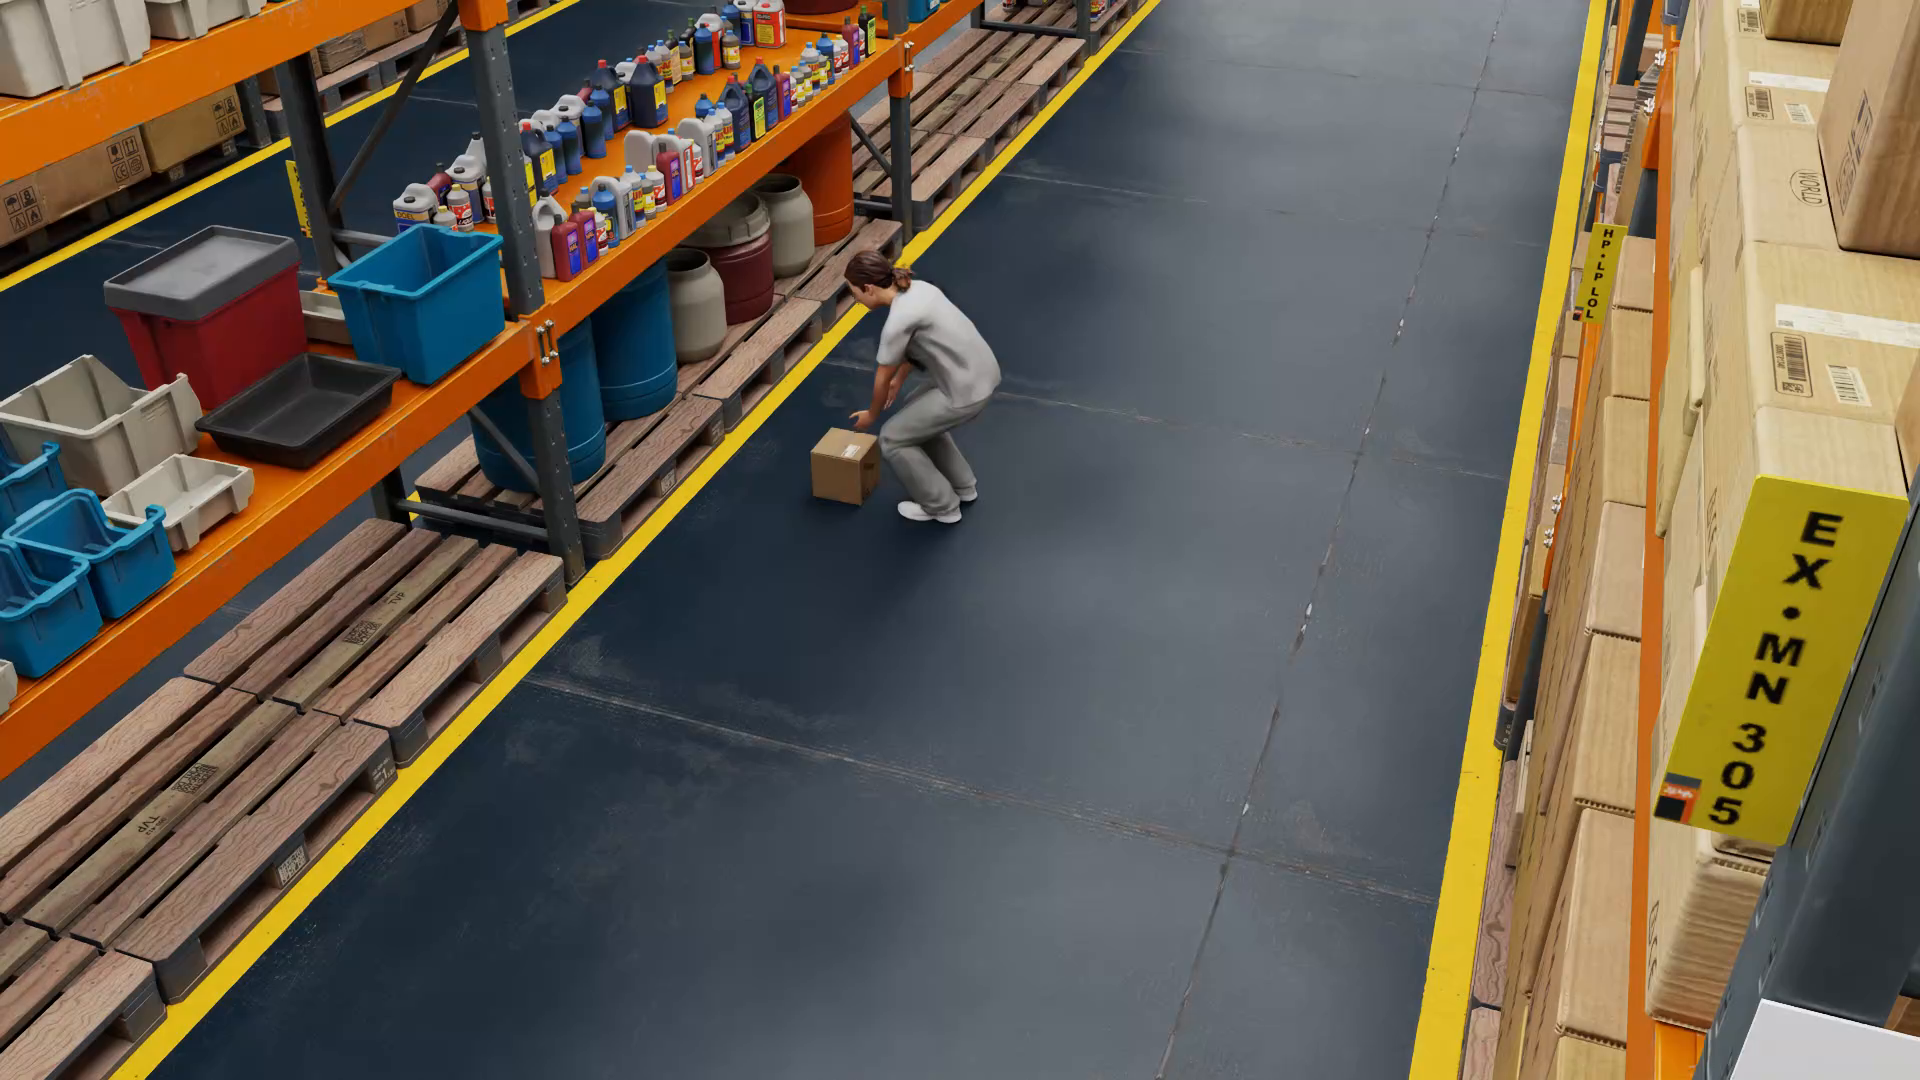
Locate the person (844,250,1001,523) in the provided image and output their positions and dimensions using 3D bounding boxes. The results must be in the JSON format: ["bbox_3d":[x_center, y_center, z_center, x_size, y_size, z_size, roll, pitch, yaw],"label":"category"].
[{"bbox_3d":[-0.176,-0.688,7.554,0.697,1.275,0.495,11,35,16],"label":"person"}]
